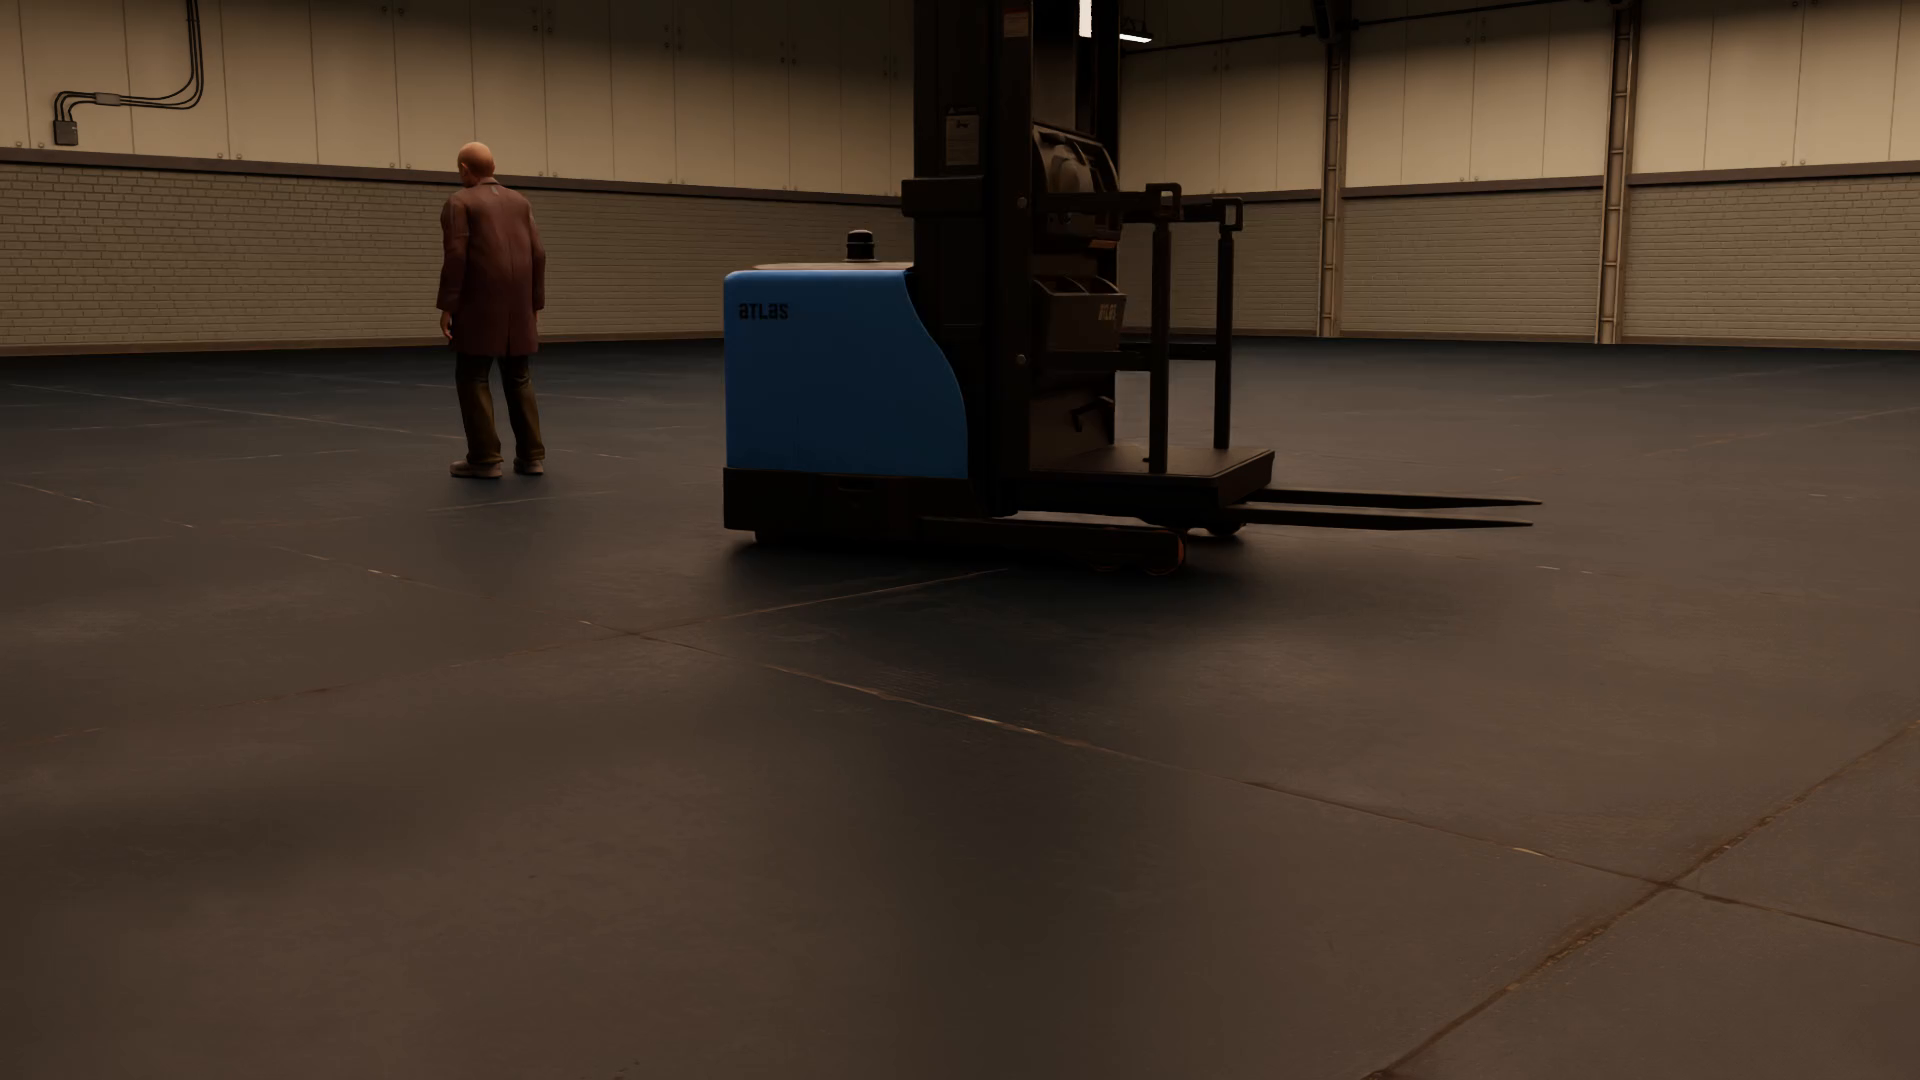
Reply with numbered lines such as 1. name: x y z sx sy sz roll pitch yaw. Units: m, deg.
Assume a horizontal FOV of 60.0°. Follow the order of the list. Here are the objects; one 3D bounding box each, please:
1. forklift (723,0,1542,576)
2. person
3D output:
1. forklift: 0.635 -1.412 6.248 3.031 2.935 1.130 3 9 22
2. person: -2.518 -1.228 8.923 0.436 1.772 0.644 8 11 41
